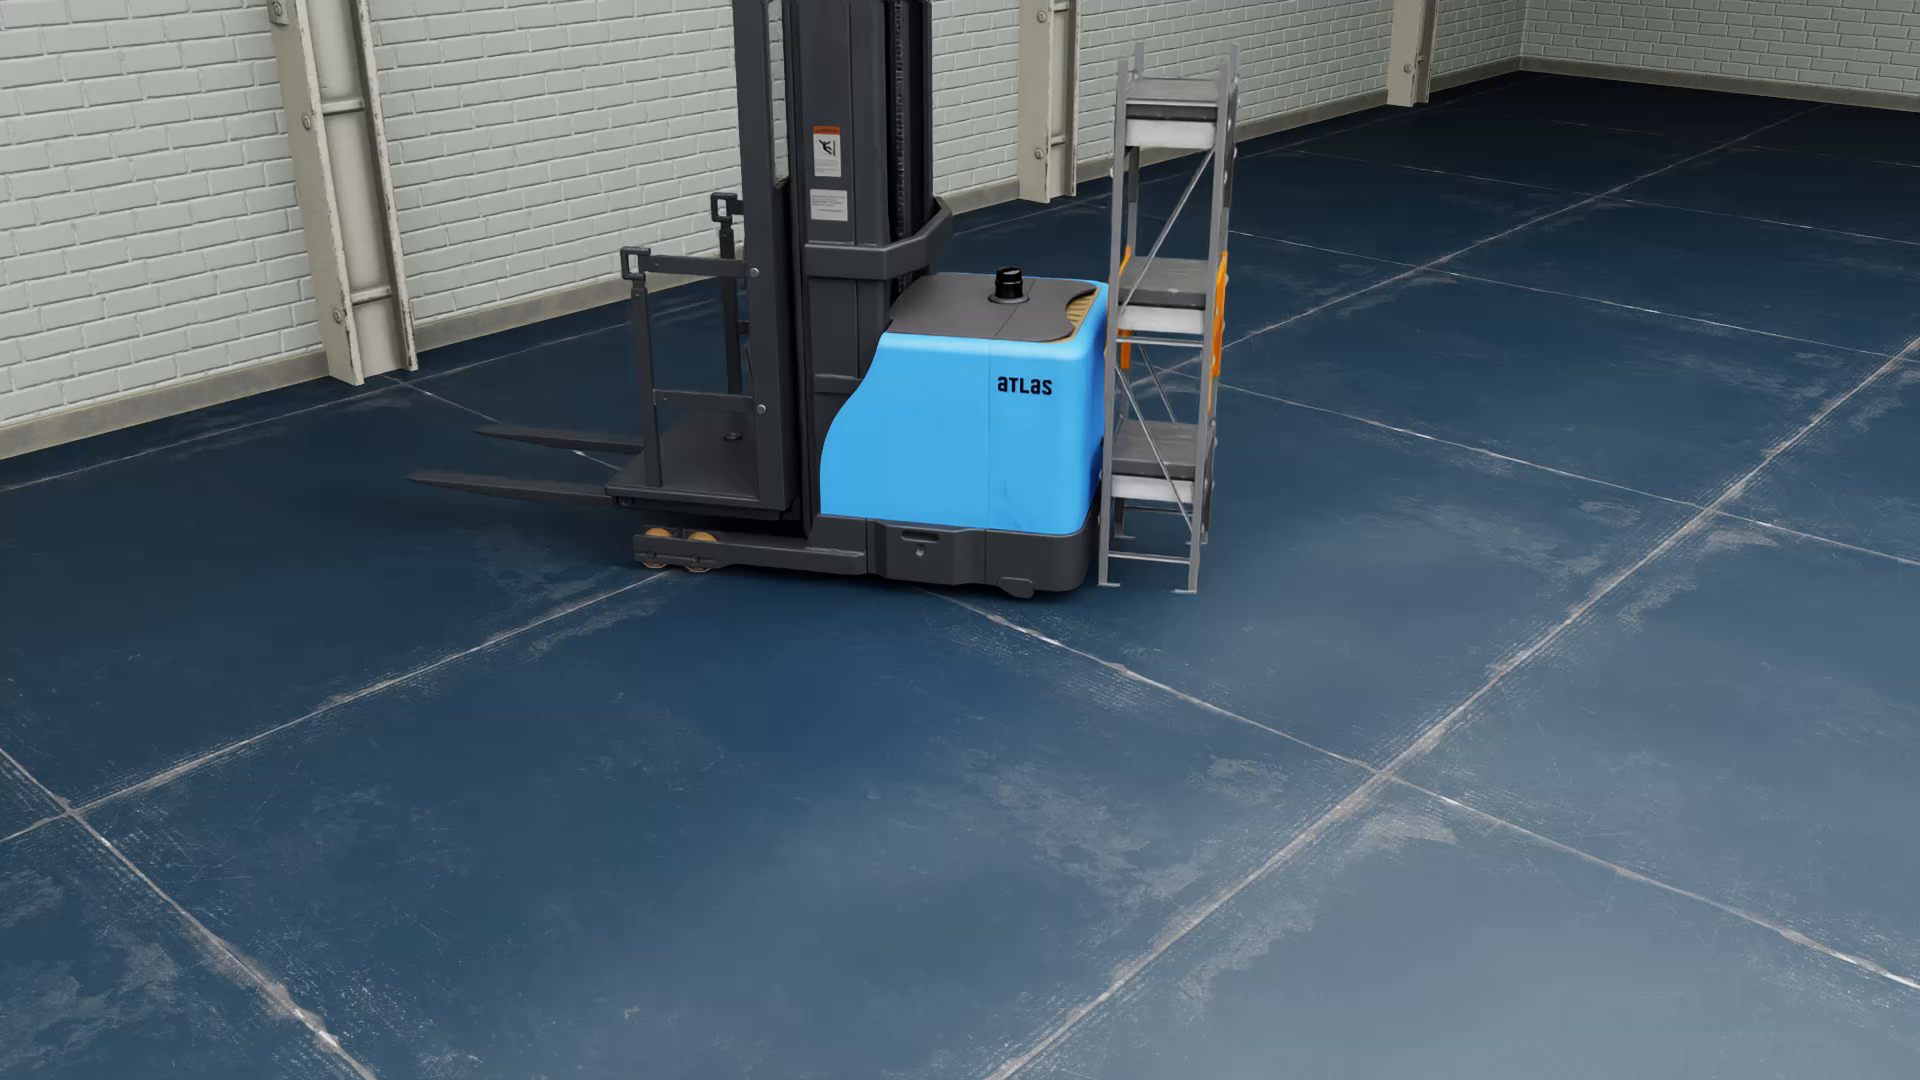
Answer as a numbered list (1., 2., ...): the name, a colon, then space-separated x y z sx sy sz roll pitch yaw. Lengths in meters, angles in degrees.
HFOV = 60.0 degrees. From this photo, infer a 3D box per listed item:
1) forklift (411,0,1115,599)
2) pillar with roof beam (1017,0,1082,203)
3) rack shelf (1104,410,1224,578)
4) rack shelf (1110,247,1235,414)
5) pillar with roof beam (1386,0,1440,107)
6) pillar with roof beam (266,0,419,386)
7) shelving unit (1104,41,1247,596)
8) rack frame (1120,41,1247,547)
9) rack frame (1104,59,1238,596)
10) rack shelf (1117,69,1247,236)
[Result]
1. forklift: -0.867 -1.401 6.793 3.031 2.935 1.130 5 25 12
2. pillar with roof beam: 3.904 -5.709 8.983 9.100 9.000 0.400 20 31 38
3. rack shelf: 0.843 -0.198 6.870 0.431 0.518 0.480 5 25 12
4. rack shelf: 0.843 -0.837 6.584 0.431 0.518 0.480 5 25 12
5. pillar with roof beam: 7.909 -7.537 13.060 9.100 9.000 0.400 20 31 38
6. pillar with roof beam: -0.100 -3.881 4.906 9.100 9.000 0.400 20 31 38
7. shelving unit: 0.843 -0.850 6.578 0.431 2.100 0.503 5 25 12
8. rack frame: 0.897 -0.947 6.796 0.400 2.100 0.015 5 25 12
9. rack frame: 0.789 -0.752 6.361 0.400 2.100 0.015 5 25 12
10. rack shelf: 0.843 -1.476 6.298 0.431 0.518 0.480 5 25 12
